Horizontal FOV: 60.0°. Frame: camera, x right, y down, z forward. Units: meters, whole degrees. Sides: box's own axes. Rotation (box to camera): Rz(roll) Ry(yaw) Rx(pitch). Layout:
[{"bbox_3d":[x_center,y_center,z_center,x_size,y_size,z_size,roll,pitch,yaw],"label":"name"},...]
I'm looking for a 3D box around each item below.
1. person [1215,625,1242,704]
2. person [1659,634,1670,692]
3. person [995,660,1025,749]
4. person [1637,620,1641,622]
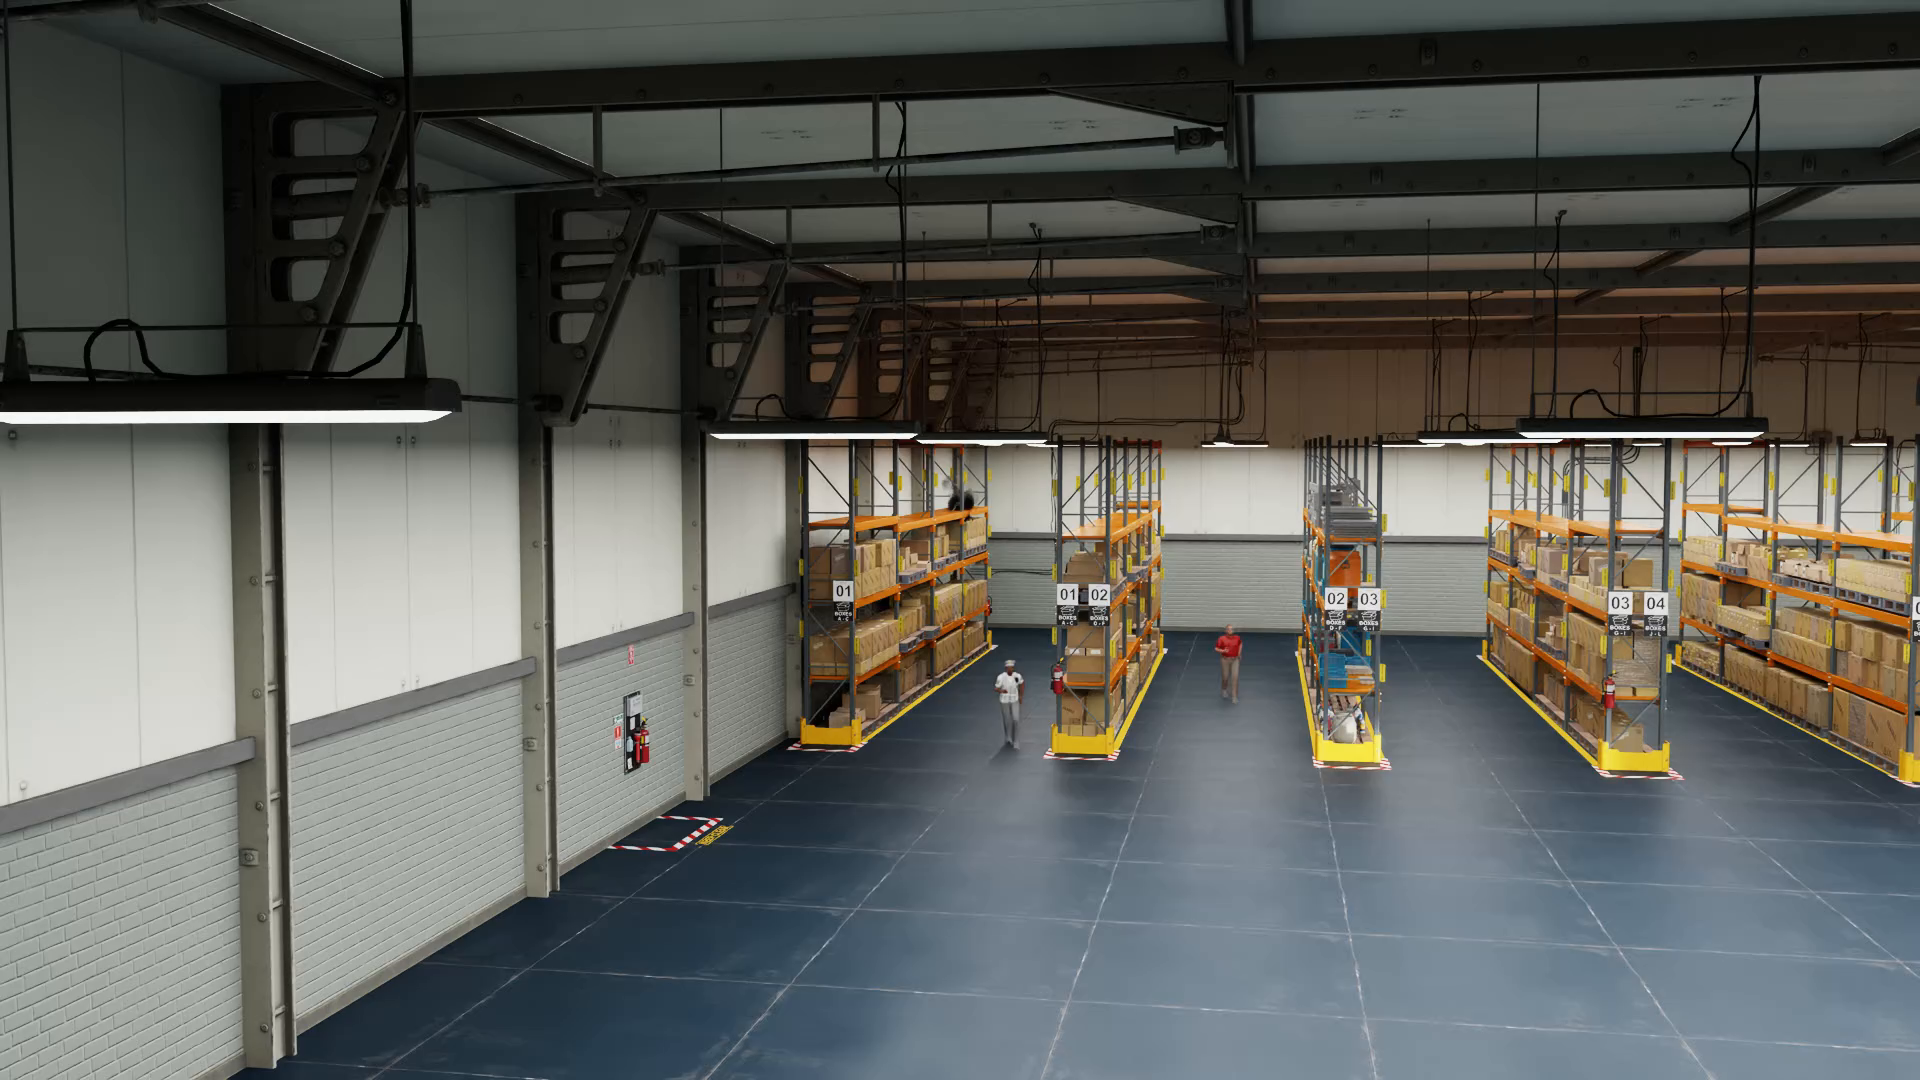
[{"bbox_3d":[6.130,2.798,37.828,0.659,1.732,0.967,0,3,-1],"label":"person"},{"bbox_3d":[16.684,2.811,39.621,0.531,1.526,0.805,0,3,4],"label":"person"},{"bbox_3d":[0.962,3.159,32.133,0.591,1.722,0.791,0,3,0],"label":"person"},{"bbox_3d":[18.105,2.498,44.997,0.686,1.700,0.665,3,4,39],"label":"person"}]
